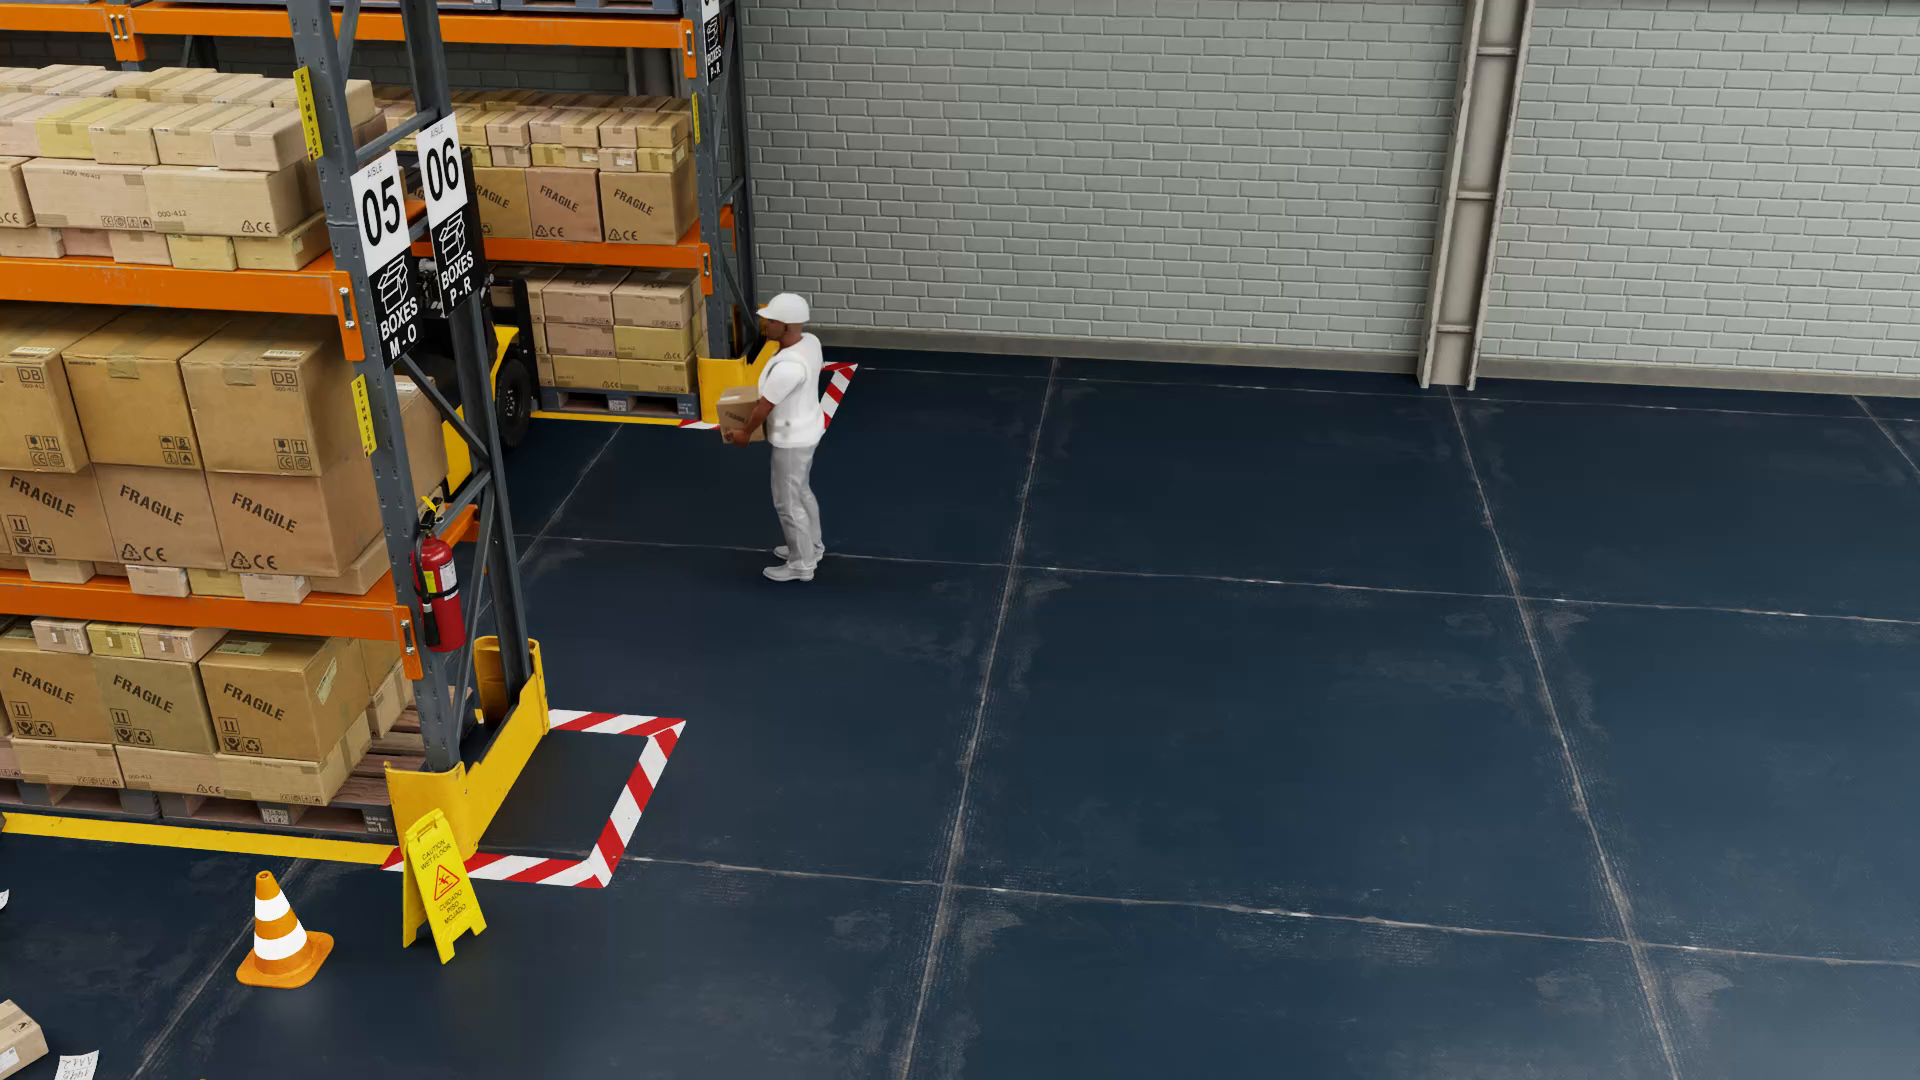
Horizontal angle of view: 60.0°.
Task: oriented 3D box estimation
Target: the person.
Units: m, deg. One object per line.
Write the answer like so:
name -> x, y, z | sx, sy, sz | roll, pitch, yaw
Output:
person -> -1.084, -0.606, 9.729 | 0.568, 1.763, 0.505 | 3, 28, 6
